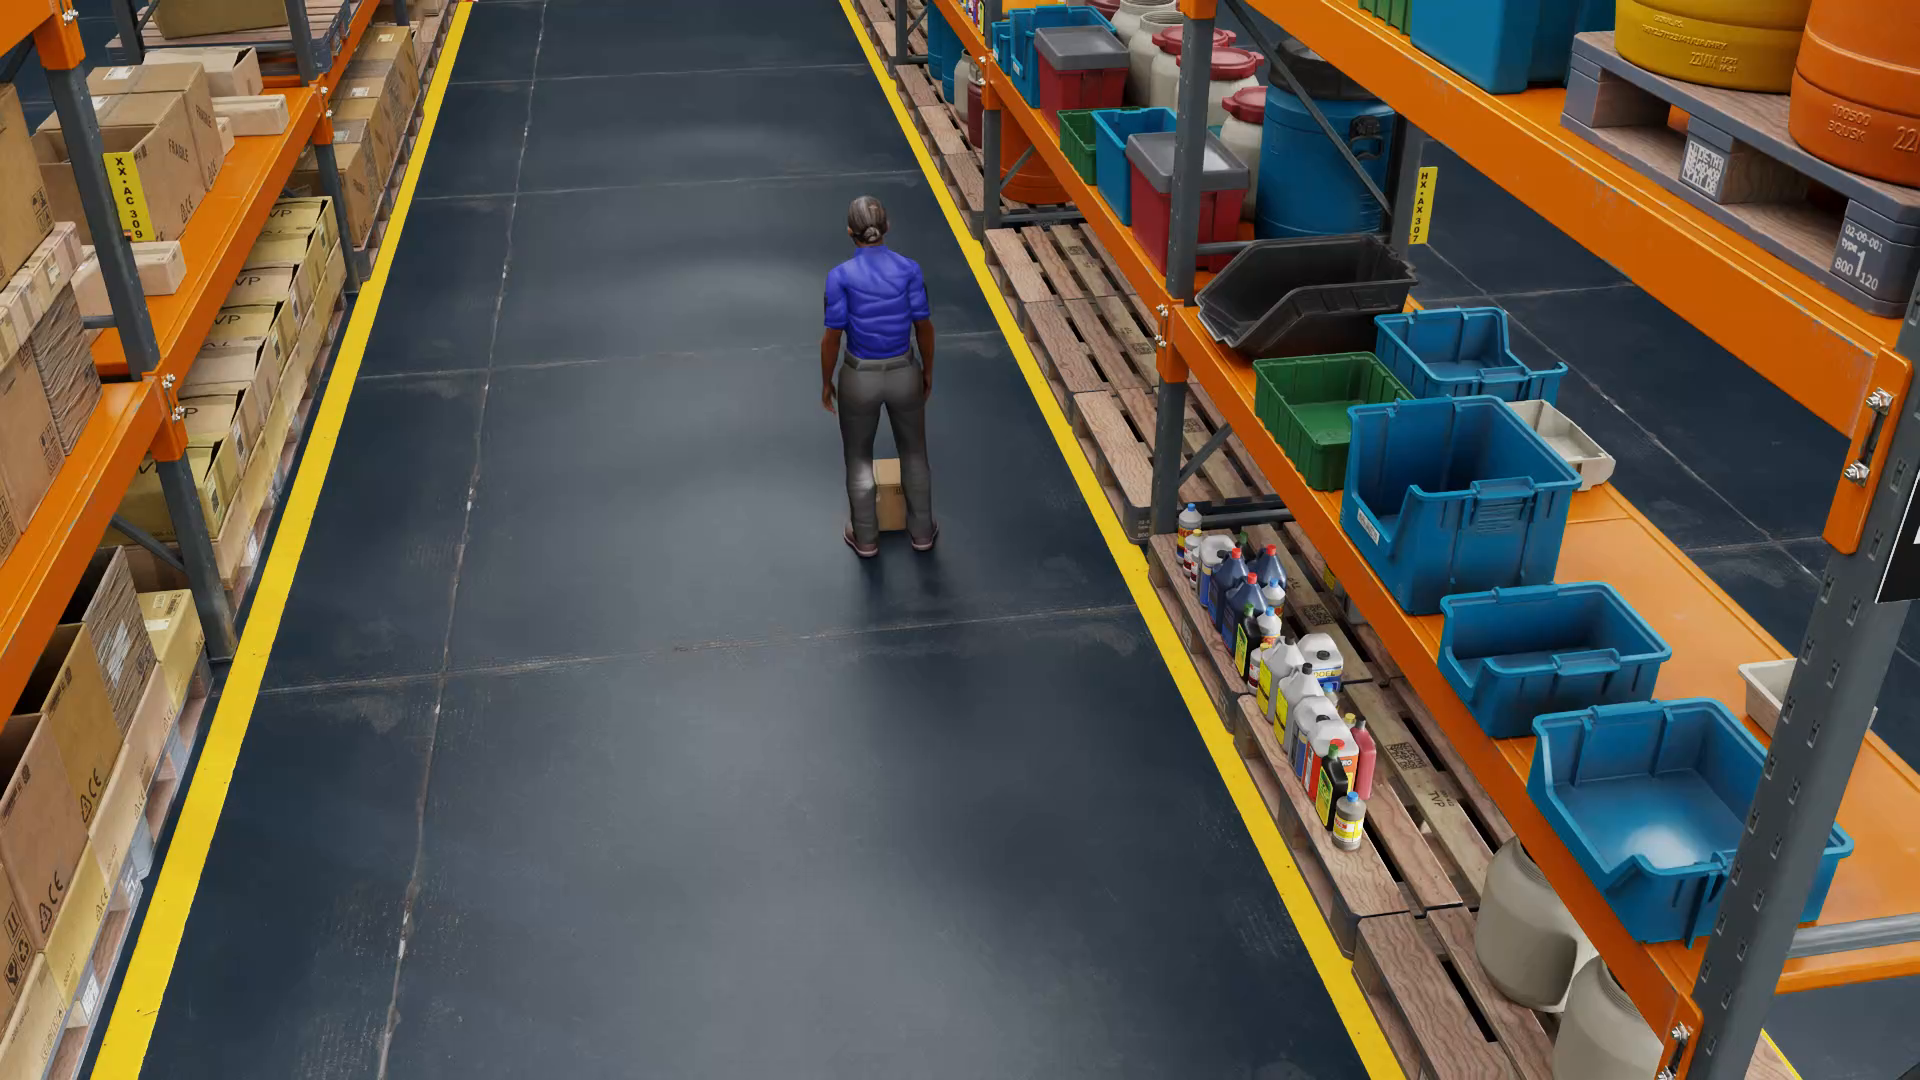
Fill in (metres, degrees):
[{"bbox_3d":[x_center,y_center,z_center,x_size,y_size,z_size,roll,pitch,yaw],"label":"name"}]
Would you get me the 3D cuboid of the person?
[{"bbox_3d":[-0.346,-0.656,7.327,0.530,1.560,0.346,-7,32,-11],"label":"person"}]
